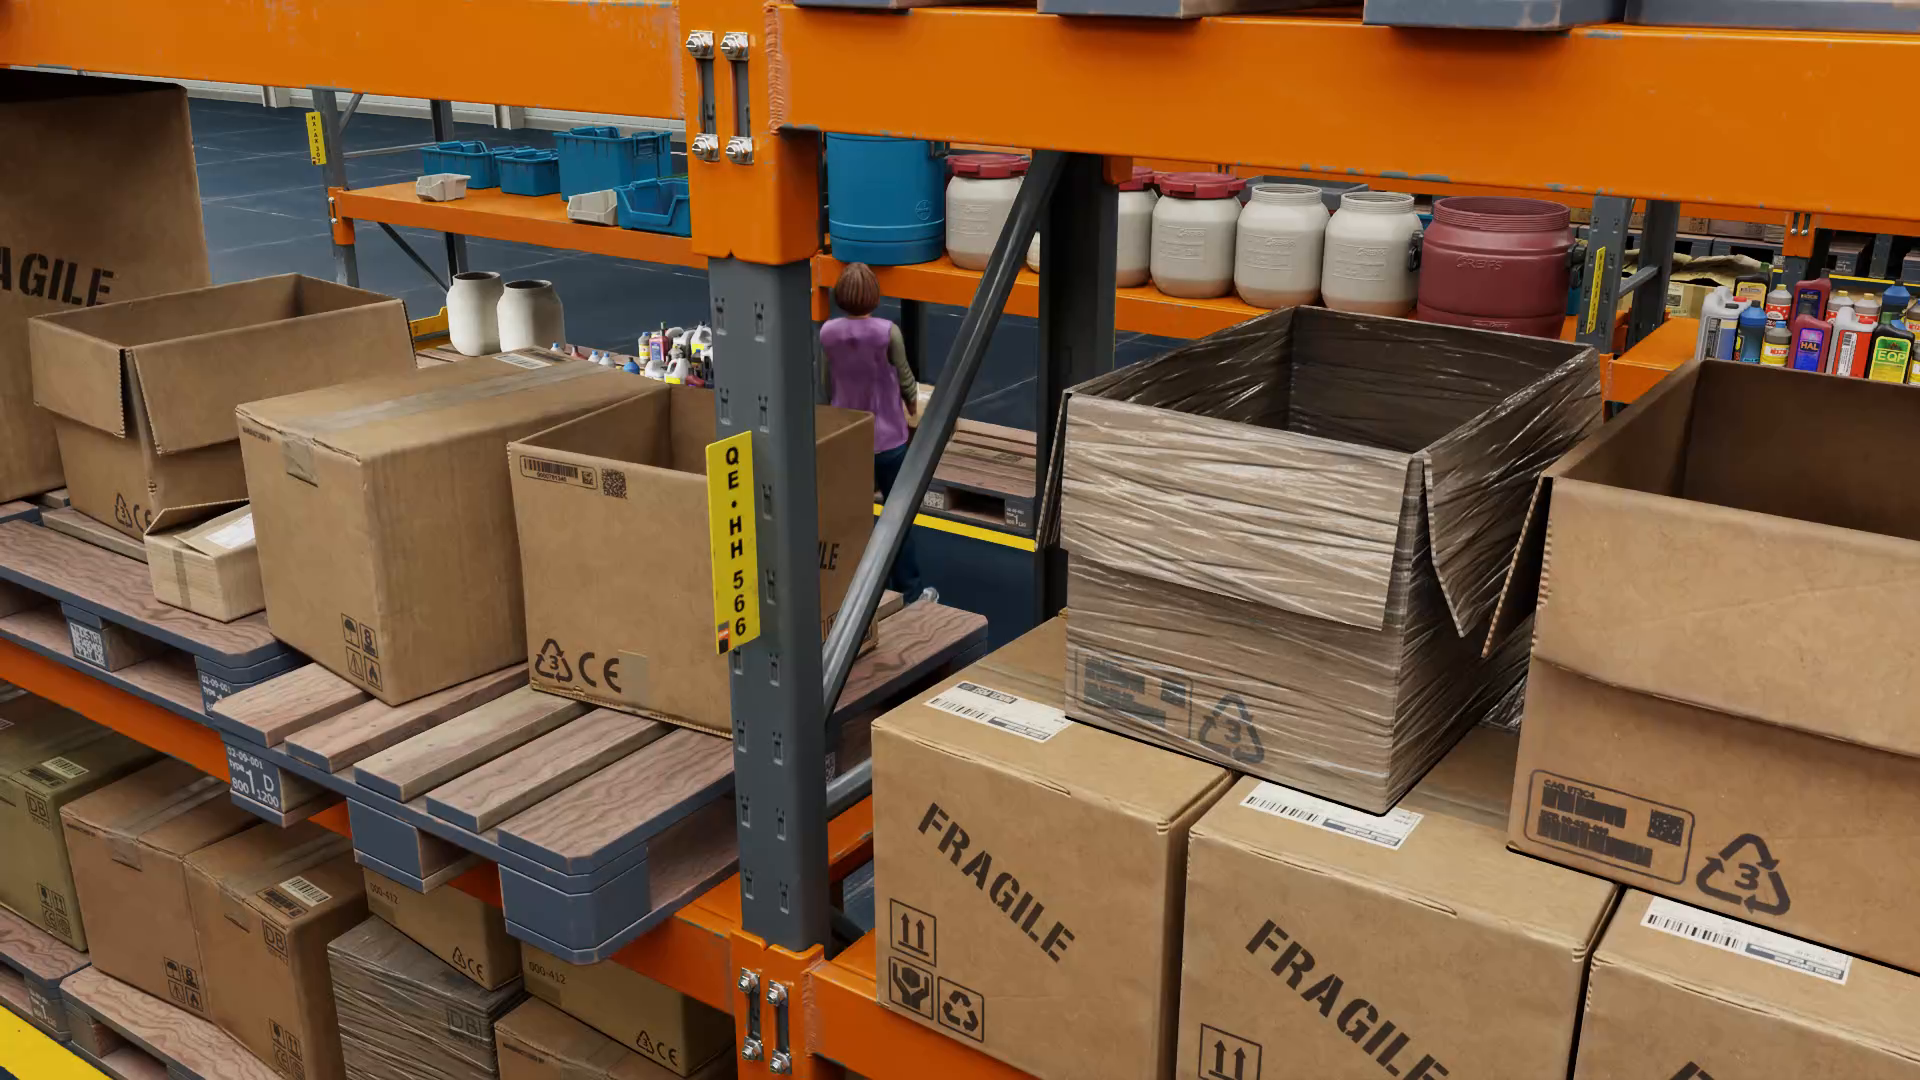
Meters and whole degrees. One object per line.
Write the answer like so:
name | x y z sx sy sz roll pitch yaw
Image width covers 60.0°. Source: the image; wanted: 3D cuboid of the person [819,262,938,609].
person | -0.367 -0.435 7.260 0.478 1.600 0.437 5 21 13
